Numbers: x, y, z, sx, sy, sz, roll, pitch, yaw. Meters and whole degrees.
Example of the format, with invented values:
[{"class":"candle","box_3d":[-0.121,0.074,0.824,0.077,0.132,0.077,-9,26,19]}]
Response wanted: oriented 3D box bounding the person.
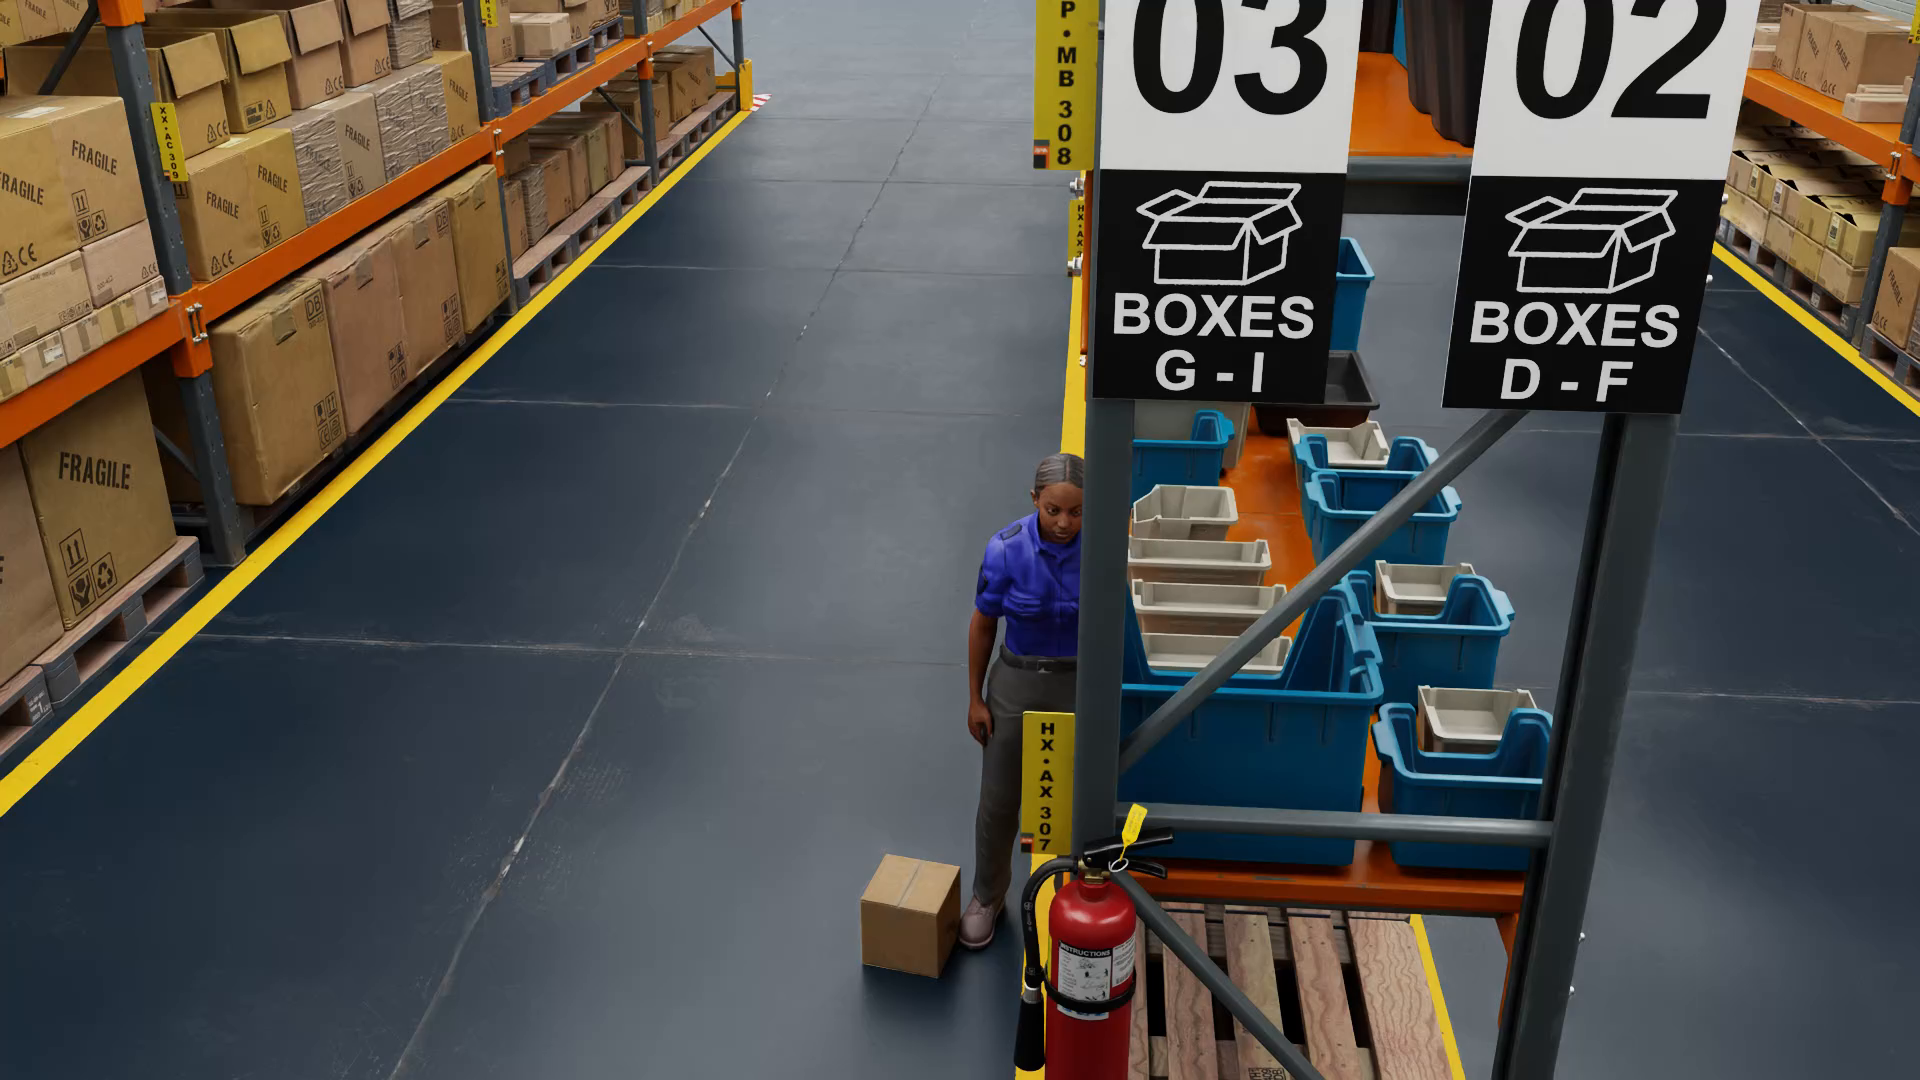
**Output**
[{"class":"person","box_3d":[0.257,0.485,5.054,0.534,1.655,0.347,0,25,1]}]
